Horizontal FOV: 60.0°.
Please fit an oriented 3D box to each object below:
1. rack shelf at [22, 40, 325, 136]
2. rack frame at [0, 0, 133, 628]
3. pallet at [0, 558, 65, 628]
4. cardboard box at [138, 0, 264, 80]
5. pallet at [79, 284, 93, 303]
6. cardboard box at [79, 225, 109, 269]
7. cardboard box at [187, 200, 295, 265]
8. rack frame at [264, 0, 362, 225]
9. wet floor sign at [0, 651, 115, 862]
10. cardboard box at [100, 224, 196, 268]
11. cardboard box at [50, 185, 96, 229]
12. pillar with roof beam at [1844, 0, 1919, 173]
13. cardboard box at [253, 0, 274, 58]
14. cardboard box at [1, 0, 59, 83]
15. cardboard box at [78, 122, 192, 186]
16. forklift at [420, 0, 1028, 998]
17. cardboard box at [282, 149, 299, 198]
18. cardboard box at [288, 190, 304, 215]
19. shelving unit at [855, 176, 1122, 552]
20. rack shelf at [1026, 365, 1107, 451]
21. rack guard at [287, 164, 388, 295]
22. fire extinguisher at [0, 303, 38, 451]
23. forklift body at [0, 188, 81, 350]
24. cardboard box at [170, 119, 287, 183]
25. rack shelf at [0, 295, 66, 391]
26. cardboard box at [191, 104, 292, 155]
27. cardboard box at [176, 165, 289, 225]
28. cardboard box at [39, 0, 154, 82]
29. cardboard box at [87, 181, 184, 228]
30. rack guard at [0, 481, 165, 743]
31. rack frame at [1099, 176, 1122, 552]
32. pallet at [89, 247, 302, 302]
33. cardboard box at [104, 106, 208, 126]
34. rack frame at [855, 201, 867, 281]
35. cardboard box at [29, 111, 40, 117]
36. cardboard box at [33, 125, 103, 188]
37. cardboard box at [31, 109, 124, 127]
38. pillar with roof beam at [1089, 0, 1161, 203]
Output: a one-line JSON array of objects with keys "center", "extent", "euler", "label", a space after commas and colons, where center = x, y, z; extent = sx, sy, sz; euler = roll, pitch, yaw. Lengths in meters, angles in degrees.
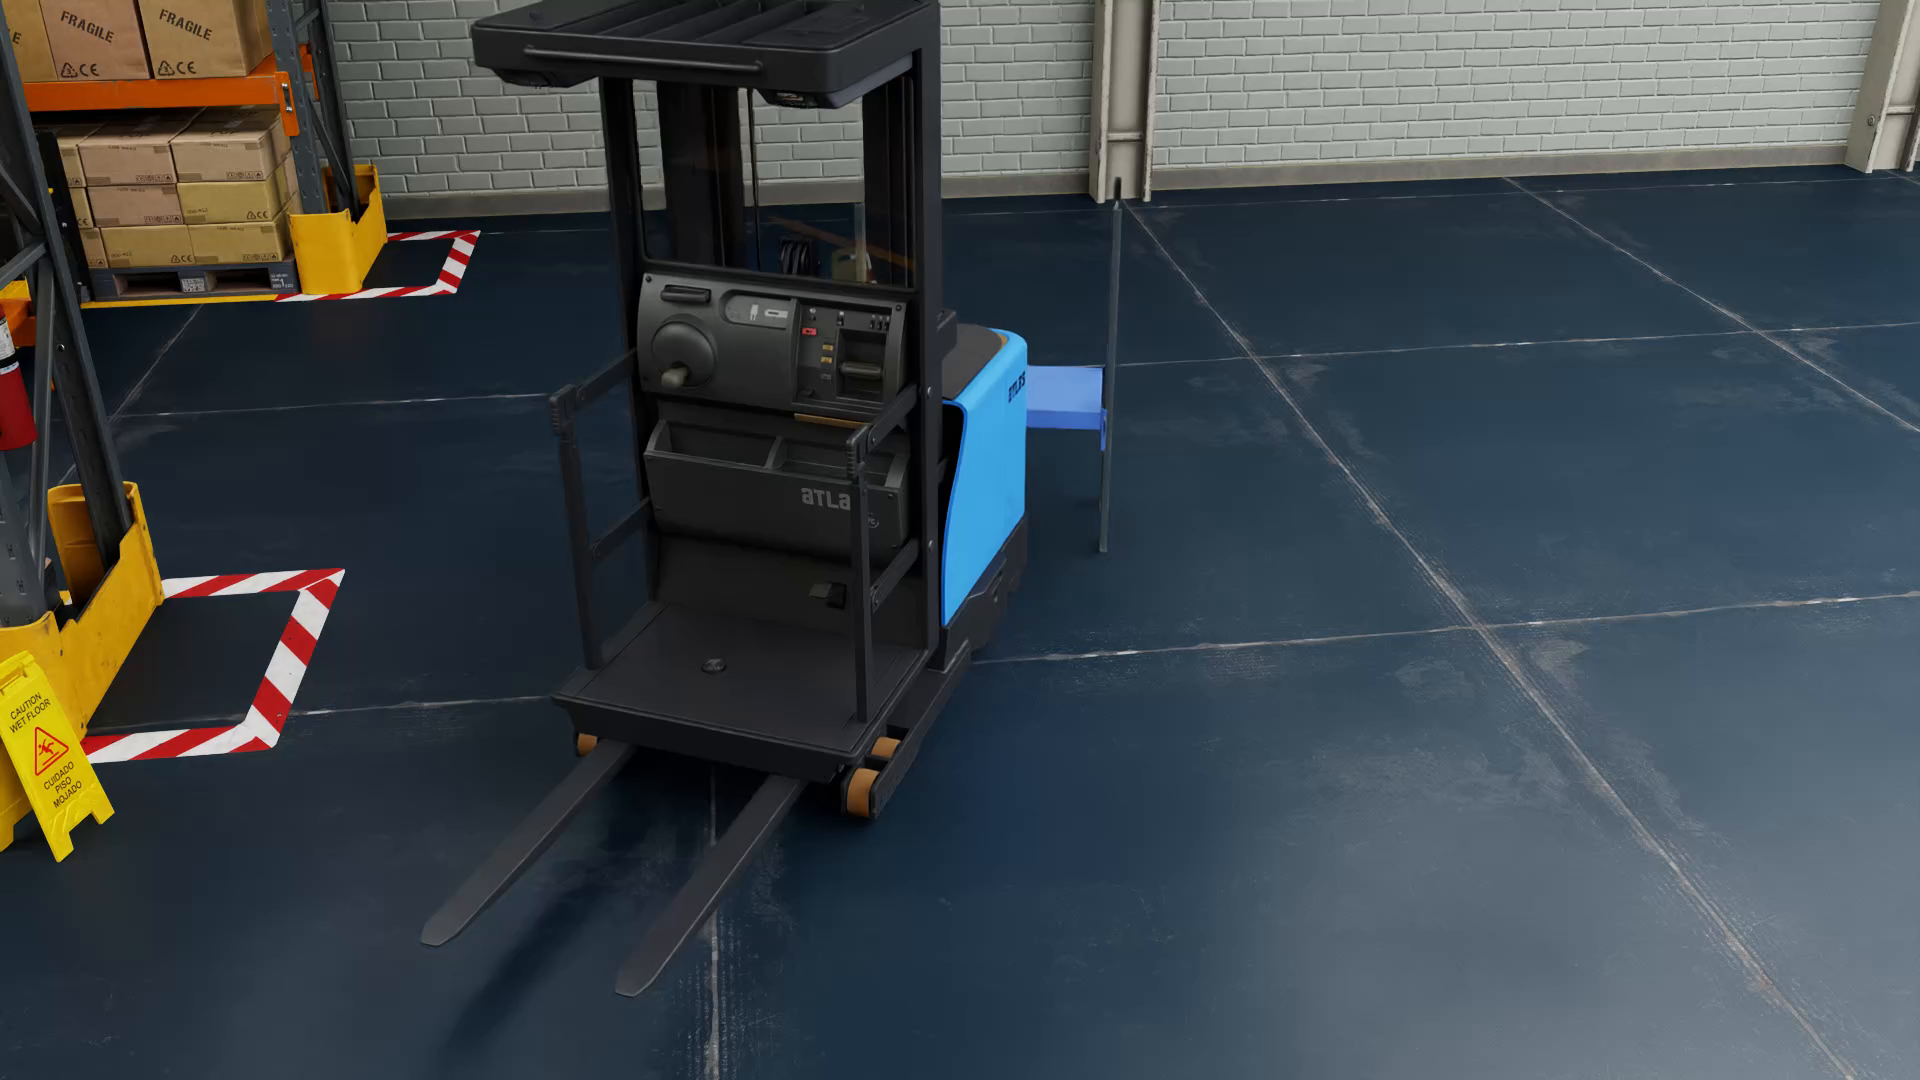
[{"center": [-5.945, -2.652, 9.921], "extent": [4.000, 0.370, 1.077], "euler": [-4, 27, -7], "label": "rack shelf"}, {"center": [-3.270, -0.856, 5.632], "extent": [0.127, 3.000, 1.000], "euler": [-4, 27, -7], "label": "rack frame"}, {"center": [-4.154, 0.426, 6.189], "extent": [1.213, 0.211, 1.003], "euler": [-4, 27, -7], "label": "pallet"}, {"center": [-4.416, -2.994, 9.689], "extent": [0.500, 0.500, 0.500], "euler": [-4, 27, -8], "label": "cardboard box"}, {"center": [-5.922, -1.715, 10.361], "extent": [1.213, 0.211, 1.003], "euler": [-4, 27, -7], "label": "pallet"}, {"center": [-5.377, -1.835, 10.092], "extent": [0.500, 0.250, 0.500], "euler": [-3, 27, -7], "label": "cardboard box"}, {"center": [-4.386, -1.890, 10.200], "extent": [0.500, 0.250, 0.500], "euler": [-3, 27, -7], "label": "cardboard box"}, {"center": [-3.965, -3.099, 10.004], "extent": [0.127, 3.000, 1.000], "euler": [-4, 27, -7], "label": "rack frame"}, {"center": [-2.932, 0.664, 5.250], "extent": [0.232, 0.644, 0.267], "euler": [6, 28, 11], "label": "wet floor sign"}, {"center": [-4.880, -1.863, 10.146], "extent": [0.500, 0.250, 0.500], "euler": [-4, 27, -7], "label": "cardboard box"}, {"center": [-5.410, -2.044, 9.951], "extent": [0.500, 0.250, 0.500], "euler": [-4, 27, -8], "label": "cardboard box"}, {"center": [7.703, -4.949, 7.037], "extent": [0.400, 9.000, 9.100], "euler": [-4, 27, -7], "label": "pillar with roof beam"}, {"center": [-4.494, -3.238, 10.165], "extent": [0.500, 0.500, 0.500], "euler": [-3, 27, -5], "label": "cardboard box"}, {"center": [-5.438, -2.932, 9.569], "extent": [0.500, 0.500, 0.500], "euler": [-4, 27, -8], "label": "cardboard box"}, {"center": [-4.882, -2.302, 9.908], "extent": [0.500, 0.250, 0.500], "euler": [-3, 27, -6], "label": "cardboard box"}, {"center": [-0.685, -0.598, 5.205], "extent": [1.130, 2.935, 3.031], "euler": [9, 28, 17], "label": "forklift"}, {"center": [-4.459, -2.349, 10.547], "extent": [0.500, 0.250, 0.500], "euler": [-3, 27, -6], "label": "cardboard box"}, {"center": [-4.478, -2.120, 10.648], "extent": [0.500, 0.250, 0.500], "euler": [-4, 27, -7], "label": "cardboard box"}, {"center": [0.128, -0.750, 7.068], "extent": [1.048, 1.500, 0.538], "euler": [2, 27, 4], "label": "shelving unit"}, {"center": [0.128, -0.590, 7.150], "extent": [1.000, 0.185, 0.538], "euler": [2, 27, 4], "label": "rack shelf"}, {"center": [-3.941, -1.989, 10.578], "extent": [0.348, 0.500, 1.175], "euler": [-4, 27, -7], "label": "rack guard"}, {"center": [-3.092, -0.620, 5.258], "extent": [0.183, 0.674, 0.296], "euler": [-4, 27, -7], "label": "fire extinguisher"}, {"center": [-5.588, -1.776, 8.356], "extent": [1.214, 2.155, 2.313], "euler": [-4, 27, -7], "label": "forklift body"}, {"center": [-4.377, -2.337, 9.976], "extent": [0.500, 0.250, 0.500], "euler": [-3, 27, -5], "label": "cardboard box"}, {"center": [-5.250, -0.408, 5.548], "extent": [4.000, 0.370, 1.077], "euler": [-4, 27, -7], "label": "rack shelf"}, {"center": [-4.467, -2.563, 10.415], "extent": [0.500, 0.250, 0.500], "euler": [-4, 27, -8], "label": "cardboard box"}, {"center": [-4.403, -2.113, 10.086], "extent": [0.500, 0.250, 0.500], "euler": [-4, 27, -8], "label": "cardboard box"}, {"center": [-4.931, -2.965, 9.633], "extent": [0.500, 0.500, 0.500], "euler": [-3, 27, -5], "label": "cardboard box"}, {"center": [-4.901, -2.086, 10.034], "extent": [0.500, 0.250, 0.500], "euler": [-4, 27, -8], "label": "cardboard box"}, {"center": [-3.345, 0.261, 6.193], "extent": [0.348, 0.500, 1.175], "euler": [-4, 27, -7], "label": "rack guard"}, {"center": [0.635, -0.729, 7.029], "extent": [0.032, 1.500, 0.500], "euler": [2, 27, 4], "label": "rack frame"}, {"center": [-4.716, -1.791, 10.509], "extent": [1.213, 0.211, 1.003], "euler": [-4, 27, -7], "label": "pallet"}, {"center": [-4.961, -2.529, 10.350], "extent": [0.500, 0.250, 0.500], "euler": [-4, 27, -7], "label": "cardboard box"}, {"center": [-0.378, -0.770, 7.108], "extent": [0.032, 1.500, 0.500], "euler": [2, 27, 4], "label": "rack frame"}, {"center": [-5.967, -2.473, 10.240], "extent": [0.500, 0.250, 0.500], "euler": [-4, 27, -8], "label": "cardboard box"}, {"center": [-5.381, -2.266, 9.836], "extent": [0.500, 0.250, 0.500], "euler": [-3, 27, -6], "label": "cardboard box"}, {"center": [-5.458, -2.502, 10.298], "extent": [0.500, 0.250, 0.500], "euler": [-4, 27, -7], "label": "cardboard box"}, {"center": [1.761, -4.567, 6.294], "extent": [0.400, 9.000, 9.100], "euler": [-4, 27, -7], "label": "pillar with roof beam"}]
